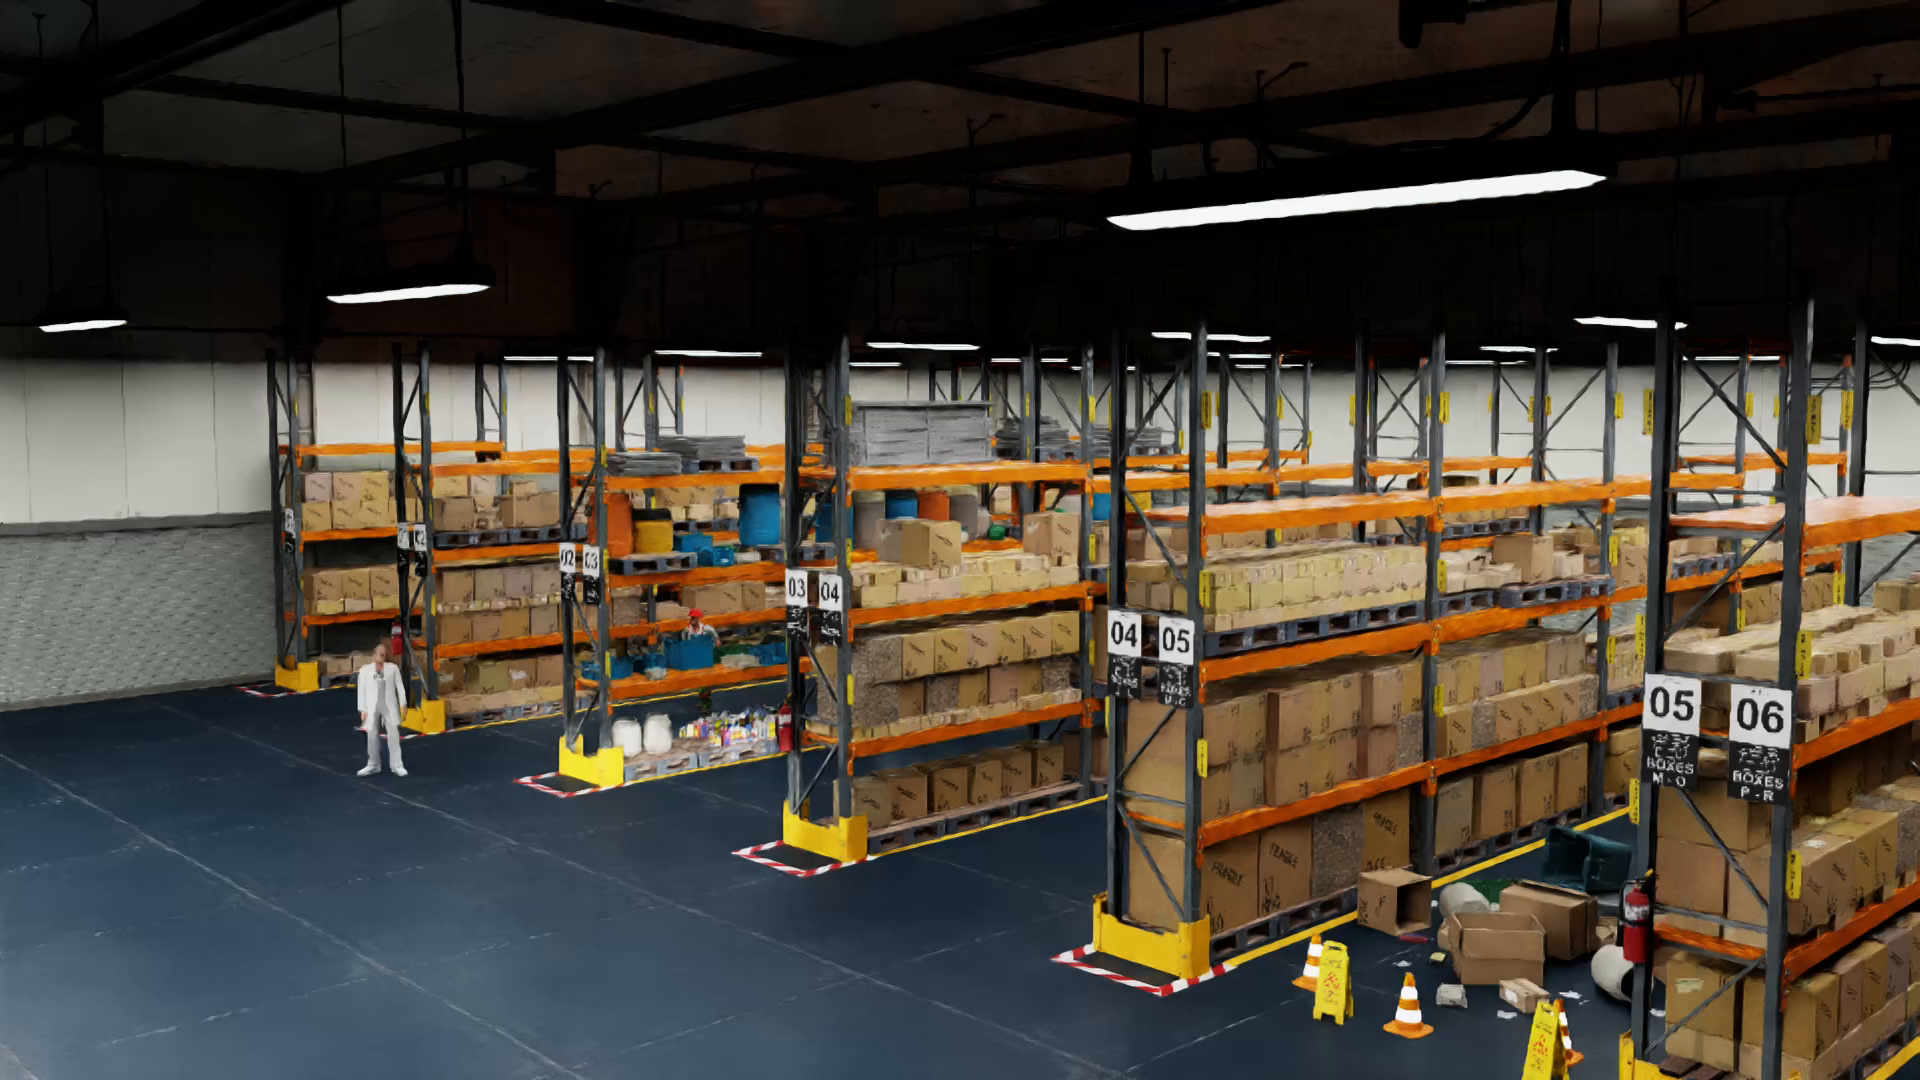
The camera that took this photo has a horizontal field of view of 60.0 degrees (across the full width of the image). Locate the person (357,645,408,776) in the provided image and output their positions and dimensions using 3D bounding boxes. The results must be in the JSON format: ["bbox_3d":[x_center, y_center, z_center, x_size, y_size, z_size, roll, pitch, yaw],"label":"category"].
[{"bbox_3d":[-7.860,2.306,22.589,0.676,1.782,0.478,-2,5,-20],"label":"person"}]

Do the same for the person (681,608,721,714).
[{"bbox_3d":[-4.225,1.947,27.174,0.686,1.716,0.838,3,6,30],"label":"person"}]
